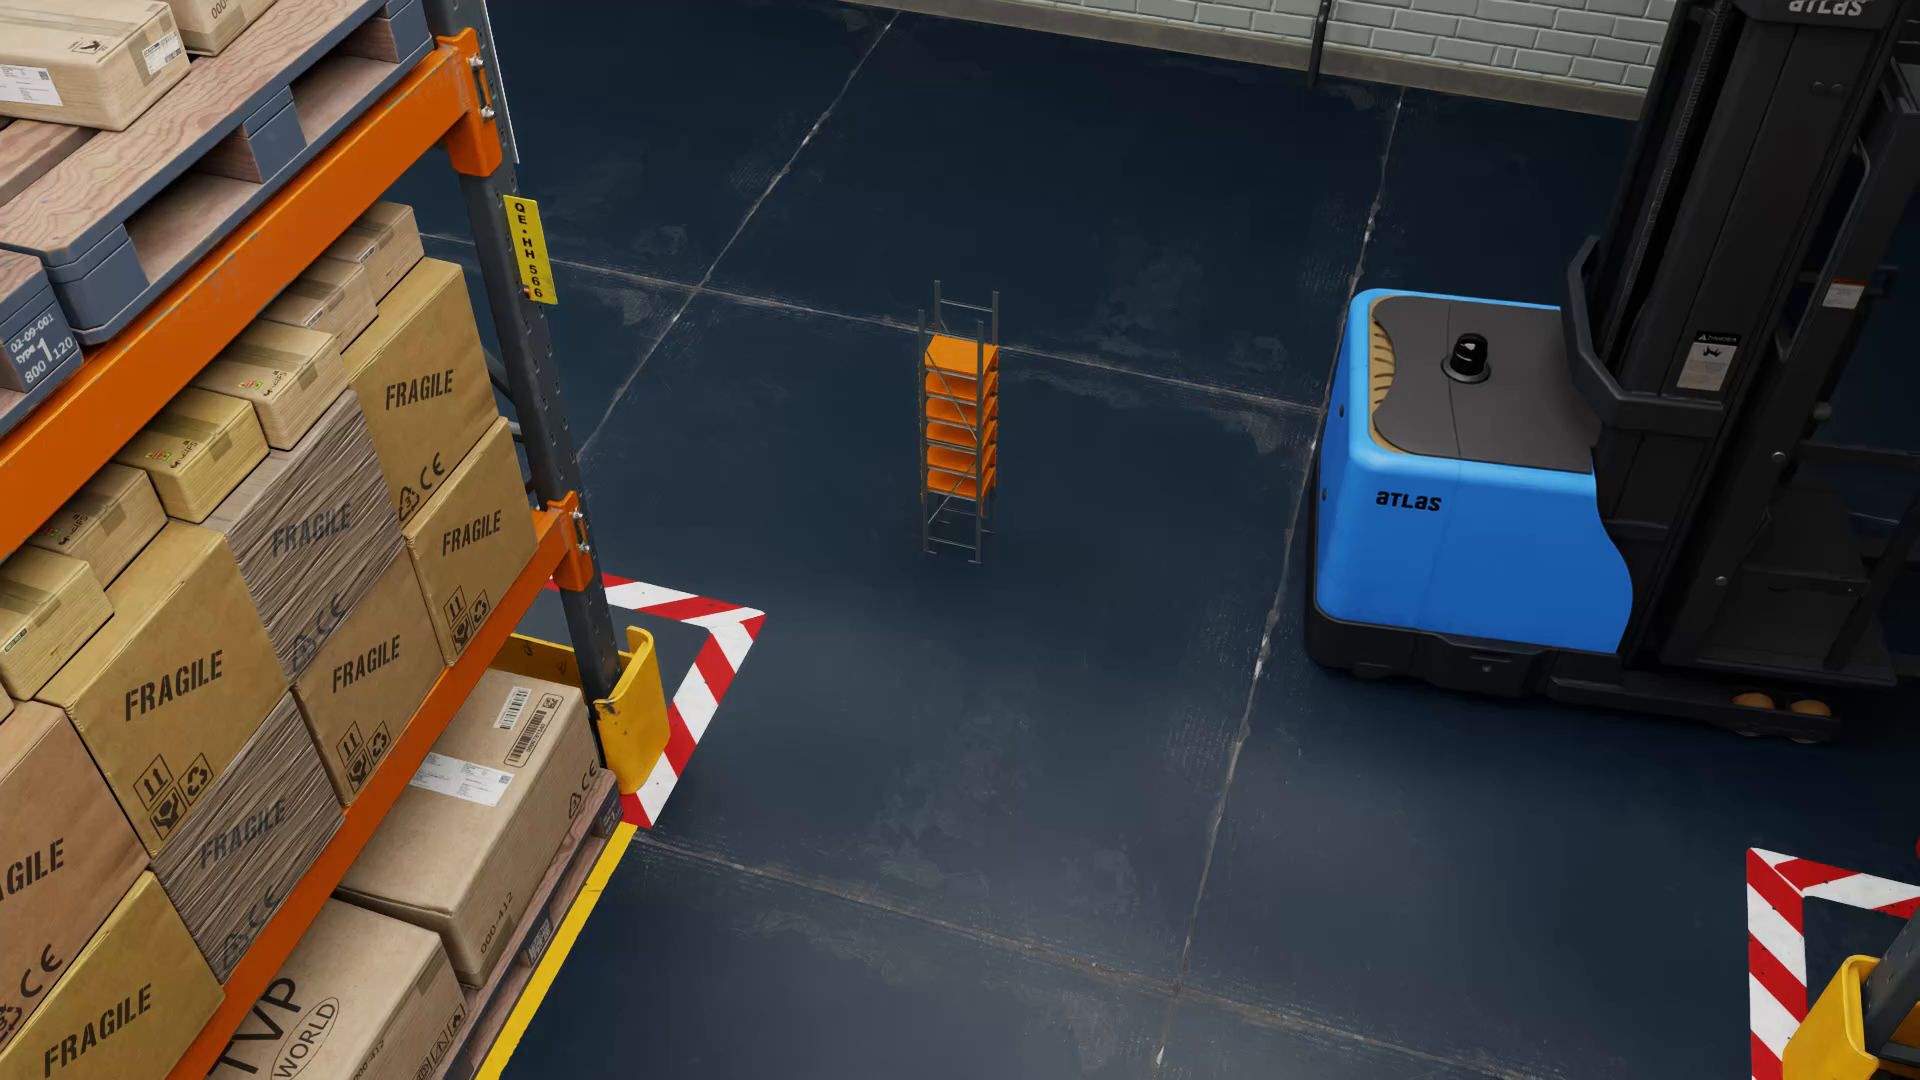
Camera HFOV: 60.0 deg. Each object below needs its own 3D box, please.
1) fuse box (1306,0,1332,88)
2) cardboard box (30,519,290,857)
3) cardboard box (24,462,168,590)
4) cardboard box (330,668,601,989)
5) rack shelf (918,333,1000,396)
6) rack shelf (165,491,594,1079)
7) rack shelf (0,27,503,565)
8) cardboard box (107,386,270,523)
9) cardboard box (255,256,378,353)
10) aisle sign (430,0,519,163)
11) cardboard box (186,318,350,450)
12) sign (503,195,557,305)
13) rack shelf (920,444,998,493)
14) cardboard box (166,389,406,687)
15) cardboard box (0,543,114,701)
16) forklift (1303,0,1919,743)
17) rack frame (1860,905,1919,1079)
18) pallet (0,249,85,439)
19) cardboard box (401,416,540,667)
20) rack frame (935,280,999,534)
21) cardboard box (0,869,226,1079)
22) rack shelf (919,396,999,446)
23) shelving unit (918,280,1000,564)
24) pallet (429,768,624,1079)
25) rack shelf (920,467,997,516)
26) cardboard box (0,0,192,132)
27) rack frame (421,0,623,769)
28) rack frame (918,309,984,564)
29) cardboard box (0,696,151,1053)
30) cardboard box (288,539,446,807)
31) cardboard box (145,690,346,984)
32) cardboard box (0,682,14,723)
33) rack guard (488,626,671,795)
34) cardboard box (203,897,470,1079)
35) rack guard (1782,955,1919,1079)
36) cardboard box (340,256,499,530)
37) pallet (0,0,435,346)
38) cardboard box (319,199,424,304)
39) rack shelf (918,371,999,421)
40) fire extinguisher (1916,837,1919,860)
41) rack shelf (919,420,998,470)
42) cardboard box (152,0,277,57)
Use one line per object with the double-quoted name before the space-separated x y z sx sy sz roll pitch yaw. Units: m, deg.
"fuse box" 1.995 -3.149 8.744 0.539 1.711 0.414 13 46 13
"cardboard box" -1.850 0.274 3.539 0.500 0.500 0.500 12 46 12
"cardboard box" -1.880 -0.049 3.405 0.380 0.149 0.250 12 46 12
"cardboard box" -1.752 0.839 5.280 0.875 0.438 0.875 11 45 11
"rack shelf" -0.004 -0.645 6.100 0.258 0.103 0.180 13 46 12
"rack shelf" -2.253 1.202 3.891 1.077 0.370 4.000 13 46 13
"rack shelf" -2.253 0.130 2.842 1.077 0.370 4.000 13 46 13
"cardboard box" -1.733 -0.208 3.568 0.380 0.149 0.250 14 46 13
"cardboard box" -1.620 -0.557 3.924 0.380 0.149 0.250 13 46 13
"aisle sign" -1.330 -1.299 4.074 0.394 0.787 0.004 13 46 13
"cardboard box" -1.617 -0.367 3.730 0.380 0.149 0.250 12 46 12
"sign" -1.135 -0.762 4.387 0.100 0.325 0.005 13 46 13
"rack shelf" -0.004 -0.302 6.436 0.258 0.103 0.180 13 46 12
"cardboard box" -1.697 -0.055 3.875 0.500 0.500 0.500 13 46 13
"cardboard box" -1.900 0.131 3.221 0.380 0.149 0.250 14 46 13
"forklift" 2.857 -0.718 5.388 3.031 2.935 1.130 7 45 7
"rack frame" 3.084 0.661 3.930 1.000 3.000 0.127 13 46 13
"pallet" -2.230 -0.116 2.642 1.003 0.211 1.213 13 46 13
"cardboard box" -1.542 -0.046 4.581 0.500 0.500 0.500 13 46 13
"rack frame" 0.023 -0.480 6.383 0.240 1.200 0.006 13 46 12
"cardboard box" -1.998 0.977 3.535 0.500 0.500 0.500 14 46 14
"rack shelf" -0.004 -0.473 6.268 0.258 0.103 0.180 13 46 12
"shelving unit" -0.004 -0.419 6.320 0.258 1.200 0.189 13 46 12
"pallet" -1.815 1.158 5.415 1.003 0.211 1.213 13 46 13
"rack shelf" -0.004 -0.216 6.519 0.258 0.103 0.180 13 46 12
"cardboard box" -1.749 -0.941 3.230 0.380 0.149 0.250 9 45 9
"rack frame" -1.648 -0.388 5.002 1.000 3.000 0.127 13 46 13
"rack frame" -0.032 -0.358 6.258 0.240 1.200 0.006 13 46 12
"cardboard box" -2.004 0.609 3.196 0.500 0.500 0.500 12 46 12
"cardboard box" -1.708 0.285 4.242 0.500 0.500 0.500 12 46 12
"cardboard box" -1.854 0.630 3.890 0.500 0.500 0.500 14 46 14
"cardboard box" -1.997 0.302 3.047 0.380 0.149 0.250 14 46 14
"rack guard" -1.640 0.489 5.892 1.175 0.500 0.348 13 46 13
"cardboard box" -2.021 1.451 4.655 0.875 0.438 0.875 14 46 14
"rack guard" 3.061 1.605 4.752 1.175 0.500 0.348 13 46 13
"cardboard box" -1.567 -0.409 4.237 0.500 0.500 0.500 14 46 14
"pallet" -1.862 -0.932 3.476 1.003 0.211 1.213 13 46 13
"cardboard box" -1.566 -0.731 4.102 0.380 0.149 0.250 13 46 13
"rack shelf" -0.004 -0.559 6.184 0.258 0.103 0.180 13 46 12
"fire extinguisher" 2.688 0.626 4.288 0.296 0.674 0.183 13 46 13
"rack shelf" -0.004 -0.387 6.352 0.258 0.103 0.180 13 46 12
"cardboard box" -1.698 -1.273 3.497 0.500 0.250 0.500 9 45 9
